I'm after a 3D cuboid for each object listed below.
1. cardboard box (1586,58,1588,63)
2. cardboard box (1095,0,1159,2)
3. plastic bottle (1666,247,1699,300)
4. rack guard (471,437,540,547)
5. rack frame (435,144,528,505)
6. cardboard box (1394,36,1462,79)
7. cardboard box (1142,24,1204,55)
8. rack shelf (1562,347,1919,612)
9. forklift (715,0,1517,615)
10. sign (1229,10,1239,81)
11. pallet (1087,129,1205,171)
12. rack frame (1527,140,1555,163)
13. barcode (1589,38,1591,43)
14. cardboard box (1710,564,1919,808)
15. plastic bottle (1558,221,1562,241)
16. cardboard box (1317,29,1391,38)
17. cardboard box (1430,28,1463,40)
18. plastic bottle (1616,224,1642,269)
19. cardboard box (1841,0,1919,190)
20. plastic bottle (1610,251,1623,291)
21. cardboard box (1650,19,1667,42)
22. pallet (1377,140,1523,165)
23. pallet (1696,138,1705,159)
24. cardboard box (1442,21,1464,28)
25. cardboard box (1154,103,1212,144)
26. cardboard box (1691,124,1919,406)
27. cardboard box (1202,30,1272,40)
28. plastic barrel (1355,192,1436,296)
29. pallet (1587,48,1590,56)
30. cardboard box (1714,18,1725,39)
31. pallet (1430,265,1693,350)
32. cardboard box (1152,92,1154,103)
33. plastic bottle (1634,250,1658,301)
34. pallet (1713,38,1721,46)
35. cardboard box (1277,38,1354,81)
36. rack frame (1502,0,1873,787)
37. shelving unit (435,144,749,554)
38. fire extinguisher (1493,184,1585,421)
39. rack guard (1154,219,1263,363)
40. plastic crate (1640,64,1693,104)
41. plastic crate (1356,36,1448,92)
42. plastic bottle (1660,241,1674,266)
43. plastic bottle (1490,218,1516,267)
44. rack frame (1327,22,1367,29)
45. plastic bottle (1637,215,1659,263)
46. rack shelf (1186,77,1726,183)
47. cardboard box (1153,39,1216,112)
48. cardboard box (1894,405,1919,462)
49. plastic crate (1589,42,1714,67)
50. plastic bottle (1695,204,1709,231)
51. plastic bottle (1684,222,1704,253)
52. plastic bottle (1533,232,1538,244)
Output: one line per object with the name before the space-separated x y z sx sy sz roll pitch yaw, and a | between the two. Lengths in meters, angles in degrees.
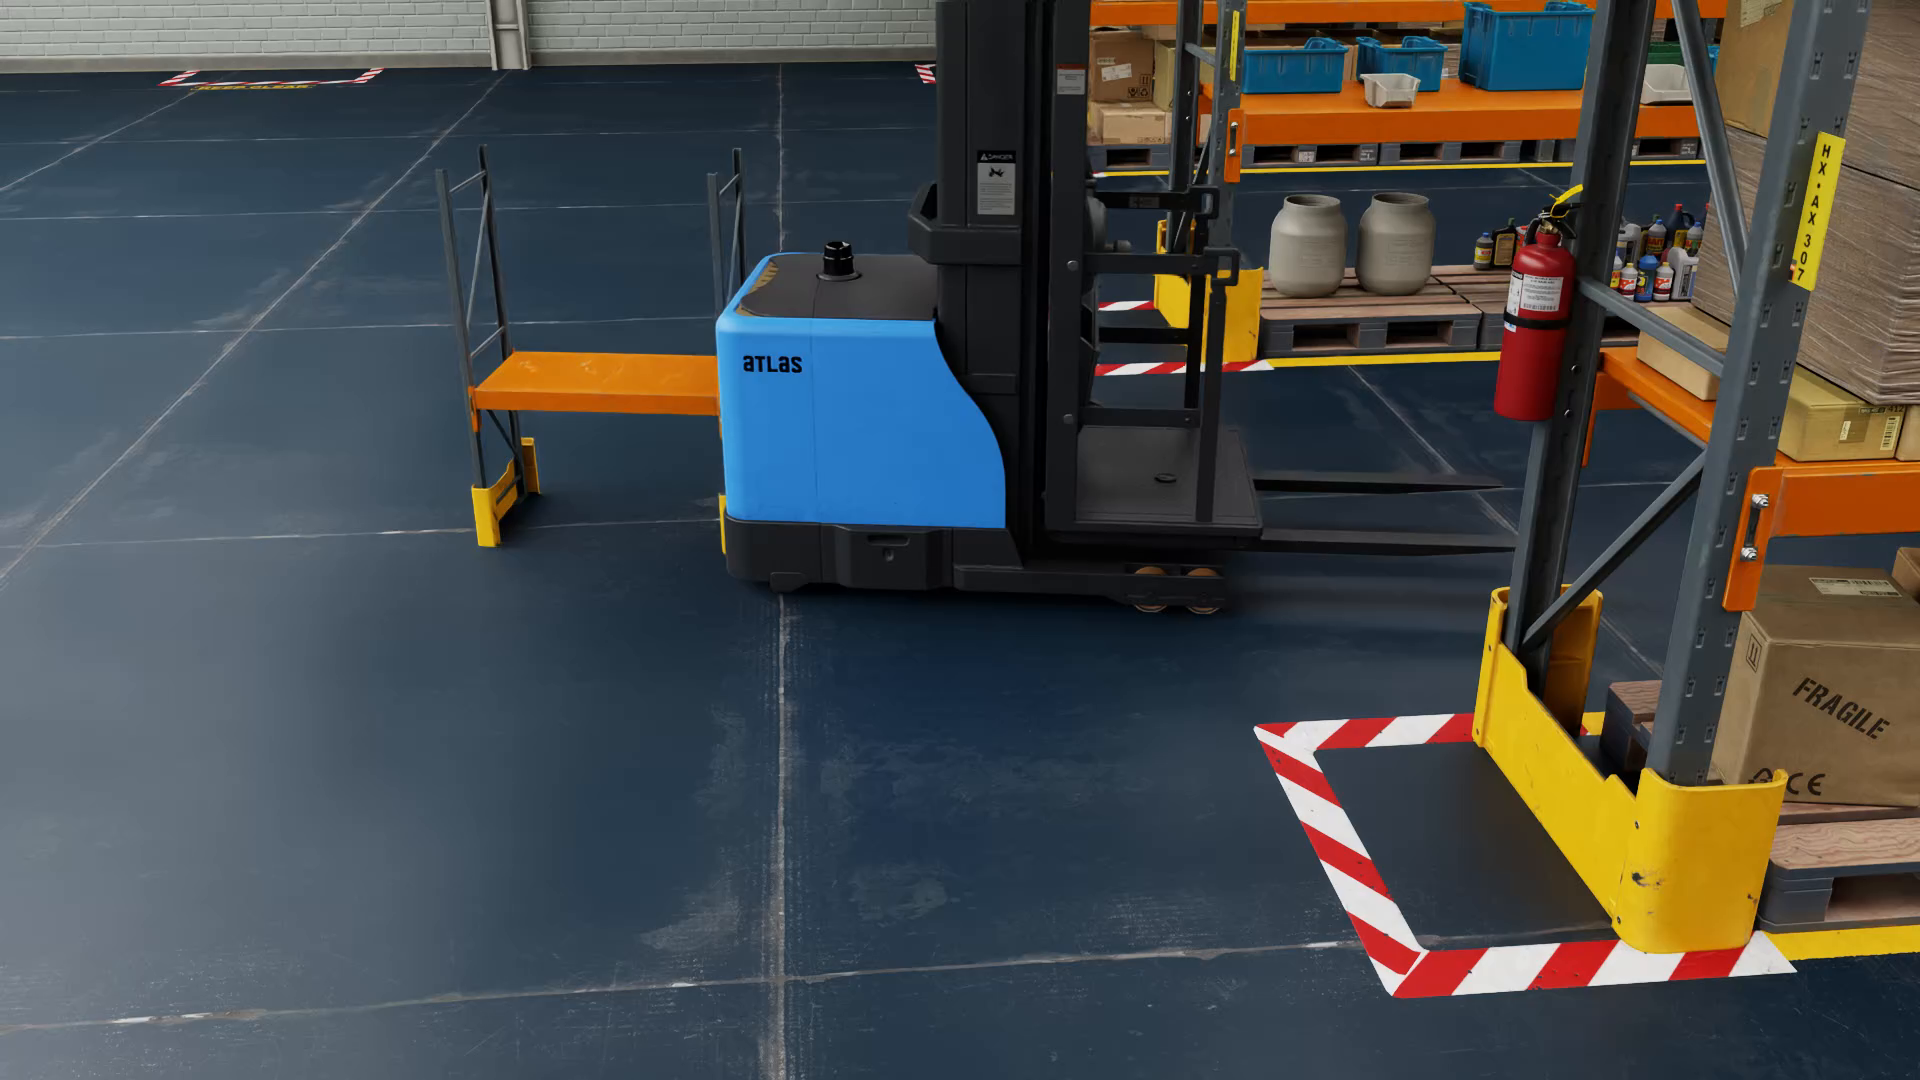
cardboard box | 5.175 -4.019 14.277 0.500 0.311 0.500 -2 24 -5
cardboard box | 1.285 -4.595 13.271 0.500 0.500 0.700 -2 24 -5
plastic bottle | 3.996 -1.482 9.202 0.135 0.276 0.152 -2 24 -4
rack guard | -1.881 -0.206 6.905 0.087 0.250 0.587 2 24 4
rack frame | -1.900 -0.777 6.652 0.032 1.500 0.500 2 24 4
cardboard box | 3.861 -3.851 13.666 0.500 0.500 0.500 -2 24 -5
cardboard box | 2.328 -5.619 18.236 0.500 0.500 0.700 -4 24 -8
rack shelf | 3.780 -0.282 4.578 4.000 0.370 1.077 -2 24 -5
forklift | 0.656 -1.290 6.044 3.031 2.935 1.130 2 24 4
sign | 1.352 -2.437 8.199 0.005 0.325 0.100 -2 24 -5
pallet | 1.576 -3.309 13.934 1.213 0.211 1.003 -2 24 -5
rack frame | 4.800 -4.695 13.620 0.127 3.000 1.000 -2 24 -5
barcode | 5.095 -4.035 13.488 0.075 0.075 0.001 -2 24 -5
cardboard box | 2.412 0.401 4.715 0.500 0.500 0.500 2 24 5
plastic bottle | 3.479 -1.745 9.794 0.135 0.276 0.152 -3 24 -7
cardboard box | 3.313 -4.041 14.094 0.500 0.500 0.500 -2 24 -5
cardboard box | 4.308 -4.081 14.184 0.500 0.500 0.500 -2 24 -5
plastic bottle | 3.868 -1.701 9.697 0.135 0.276 0.152 -2 24 -5
cardboard box | 2.363 -1.082 3.770 0.500 0.500 0.500 -2 24 -5
plastic bottle | 3.578 -1.452 9.140 0.097 0.271 0.097 0 24 0
cardboard box | 7.579 -5.866 18.790 0.500 0.500 0.700 -2 24 -4
pallet | 4.004 -3.406 14.153 1.213 0.211 1.003 -2 24 -5
pallet | 6.746 -3.516 14.401 1.213 0.211 1.003 -2 24 -5
cardboard box | 5.550 -5.833 18.716 0.500 0.500 0.700 -3 24 -6
cardboard box | 1.872 -3.424 13.628 0.500 0.250 0.500 -2 24 -5
cardboard box | 2.339 -0.724 4.196 0.500 0.500 0.875 -2 24 -5
cardboard box | 2.318 -4.001 14.004 0.500 0.500 0.500 -2 24 -5
plastic barrel | 2.449 -1.665 9.350 0.421 0.512 0.421 0 24 0
pallet | 7.512 -5.552 18.982 1.213 0.211 1.003 -2 24 -5
cardboard box | 9.035 -6.043 18.782 0.750 0.750 0.750 -3 24 -6
pallet | 3.394 -1.359 9.547 1.213 0.211 1.003 -2 24 -5
cardboard box | 1.820 -3.637 14.107 0.500 0.250 0.500 -2 24 -5
plastic bottle | 3.780 -1.460 9.158 0.097 0.271 0.097 0 24 0
pallet | 9.082 -5.584 19.053 1.213 0.211 1.003 -2 24 -5
cardboard box | 2.868 -3.804 13.560 0.500 0.500 0.500 -2 24 -5
rack frame | 1.789 -0.531 4.252 0.127 3.000 1.000 -2 24 -5
shelving unit | -1.384 -0.762 6.617 1.083 1.500 0.587 2 24 4
fire extinguisher | 1.630 -0.678 4.677 0.183 0.674 0.296 -2 24 -5
rack guard | 1.374 -1.413 9.314 0.348 0.500 1.175 -2 24 -5
plastic crate | 3.692 -2.405 8.793 0.437 0.136 0.530 -2 24 -5
plastic crate | 2.418 -2.630 9.157 0.408 0.251 0.499 -2 24 -5
plastic bottle | 3.985 -1.528 9.297 0.133 0.283 0.061 -2 24 -5
plastic bottle | 3.202 -1.756 9.809 0.133 0.283 0.061 -2 24 -4
rack frame | 4.309 -6.697 18.125 0.127 3.000 1.000 -2 24 -5
plastic bottle | 4.083 -1.791 9.889 0.133 0.283 0.061 -1 24 -3
rack shelf | 3.293 -2.284 9.082 4.000 0.370 1.077 -2 24 -5
cardboard box | 1.872 -3.766 13.474 0.500 0.500 0.500 -2 24 -5
cardboard box | 2.347 -0.334 4.117 0.250 0.149 0.380 -2 24 -5
plastic crate | 3.905 -2.656 9.293 0.662 0.188 0.450 -2 24 -5
plastic bottle | 4.439 -1.819 9.869 0.185 0.351 0.144 -2 24 -4
plastic bottle | 4.307 -1.728 9.762 0.097 0.271 0.097 0 24 0
plastic bottle | 3.352 -1.699 9.683 0.133 0.283 0.061 -2 24 -5
